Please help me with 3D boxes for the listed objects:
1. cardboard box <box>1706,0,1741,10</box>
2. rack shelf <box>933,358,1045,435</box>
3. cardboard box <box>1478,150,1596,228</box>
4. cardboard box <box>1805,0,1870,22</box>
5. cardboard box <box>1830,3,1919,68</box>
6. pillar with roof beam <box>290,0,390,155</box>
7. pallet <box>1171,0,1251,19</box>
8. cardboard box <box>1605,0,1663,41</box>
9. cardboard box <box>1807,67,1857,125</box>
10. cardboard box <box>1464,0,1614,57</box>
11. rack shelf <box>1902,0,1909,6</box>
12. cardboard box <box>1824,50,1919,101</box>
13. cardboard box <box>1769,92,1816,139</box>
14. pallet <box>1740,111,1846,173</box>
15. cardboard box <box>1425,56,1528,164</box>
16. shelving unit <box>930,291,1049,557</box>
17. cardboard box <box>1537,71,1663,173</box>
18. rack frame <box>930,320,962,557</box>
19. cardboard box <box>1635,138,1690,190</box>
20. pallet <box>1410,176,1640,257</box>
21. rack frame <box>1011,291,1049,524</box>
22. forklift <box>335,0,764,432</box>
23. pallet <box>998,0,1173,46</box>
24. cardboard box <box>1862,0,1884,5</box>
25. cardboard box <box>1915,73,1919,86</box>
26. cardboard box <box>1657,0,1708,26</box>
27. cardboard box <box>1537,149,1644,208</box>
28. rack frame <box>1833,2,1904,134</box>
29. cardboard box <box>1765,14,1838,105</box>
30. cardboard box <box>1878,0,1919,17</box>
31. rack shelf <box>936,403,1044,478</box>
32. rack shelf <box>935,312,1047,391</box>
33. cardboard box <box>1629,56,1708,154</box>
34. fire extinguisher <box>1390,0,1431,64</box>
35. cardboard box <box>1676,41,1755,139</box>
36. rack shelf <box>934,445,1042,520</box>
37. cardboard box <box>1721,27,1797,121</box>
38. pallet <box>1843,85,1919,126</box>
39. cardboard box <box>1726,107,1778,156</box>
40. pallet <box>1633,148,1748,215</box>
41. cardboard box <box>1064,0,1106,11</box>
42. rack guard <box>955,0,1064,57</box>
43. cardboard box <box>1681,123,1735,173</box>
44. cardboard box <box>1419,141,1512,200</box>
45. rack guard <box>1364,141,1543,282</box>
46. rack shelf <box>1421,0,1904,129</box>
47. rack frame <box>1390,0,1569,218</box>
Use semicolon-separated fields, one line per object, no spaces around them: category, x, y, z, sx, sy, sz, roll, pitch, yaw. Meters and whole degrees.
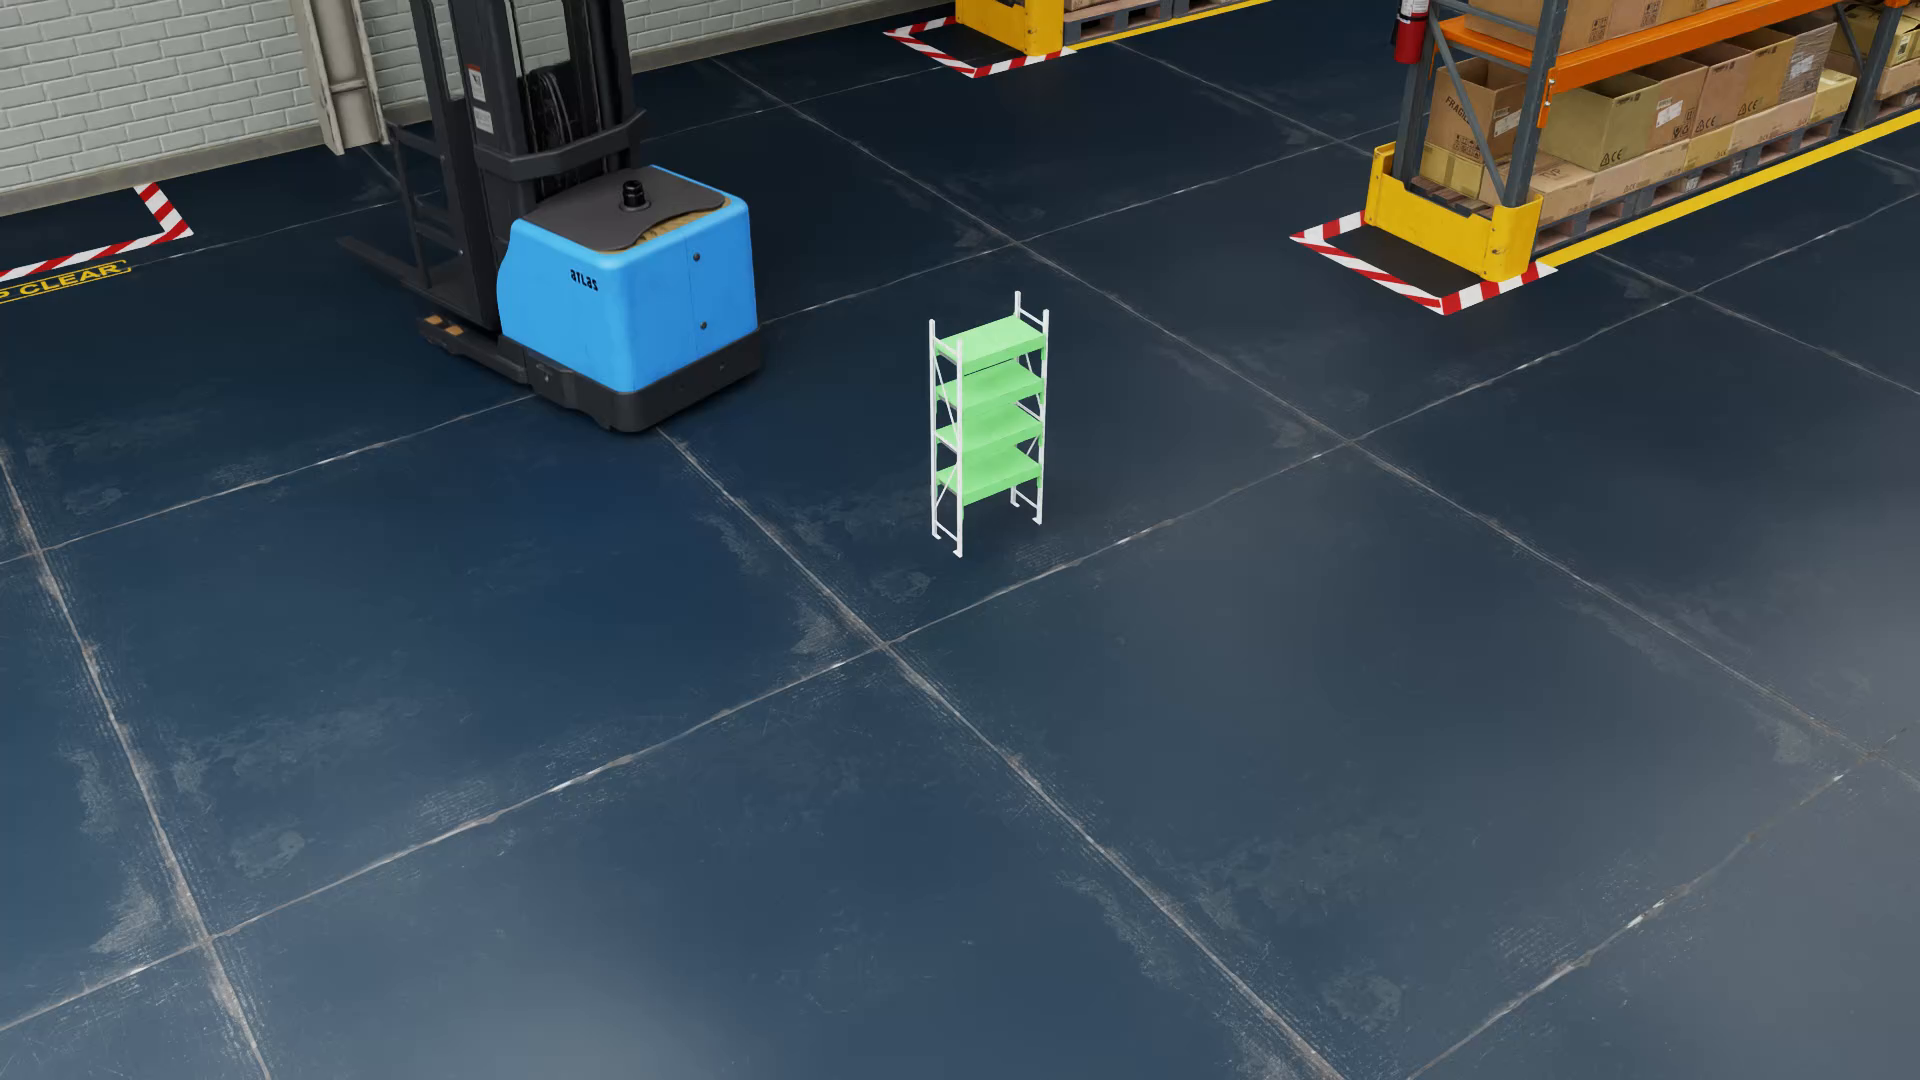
cardboard box;4.858;-3.890;11.004;0.500;0.500;0.700;-21;41;-27
rack shelf;0.135;-0.686;7.874;0.480;0.148;0.258;-22;41;-28
cardboard box;3.772;-2.305;10.881;0.500;0.250;0.500;-22;41;-28
cardboard box;6.641;-4.077;12.865;0.500;0.311;0.500;-22;41;-28
cardboard box;6.956;-3.824;12.513;0.500;0.311;0.500;-22;41;-28
pillar with roof beam;-2.002;-4.551;6.870;0.400;9.000;9.100;-22;41;-28
pallet;2.092;-5.097;15.157;1.213;0.211;1.003;-22;41;-28
cardboard box;4.021;-3.547;10.527;0.500;0.500;0.700;-21;41;-27
cardboard box;6.222;-3.316;12.287;0.500;0.250;0.500;-22;41;-28
cardboard box;3.594;-3.368;10.279;0.500;0.500;0.700;-22;41;-28
rack shelf;8.110;-4.903;13.114;4.000;0.370;1.077;-22;41;-28
cardboard box;6.948;-3.594;12.673;0.500;0.250;0.500;-23;42;-29
cardboard box;5.808;-3.153;12.060;0.500;0.250;0.500;-22;41;-28
pallet;5.801;-3.143;12.439;1.213;0.211;1.003;-22;41;-28
cardboard box;3.472;-2.858;11.007;0.500;0.500;0.500;-22;41;-28
shelving unit;0.135;-0.543;7.977;0.503;1.200;0.258;-22;41;-28
cardboard box;4.180;-2.779;10.897;0.500;0.500;0.500;-22;41;-28
rack frame;-0.064;-0.461;7.863;0.015;1.200;0.240;-22;41;-28
cardboard box;4.588;-2.643;11.351;0.500;0.250;0.500;-22;41;-28
pallet;3.806;-2.322;11.297;1.213;0.211;1.003;-22;41;-28
rack frame;0.335;-0.625;8.091;0.015;1.200;0.240;-22;41;-28
forklift;-2.579;-2.489;9.200;3.031;2.935;1.130;26;43;32
pallet;1.095;-4.690;14.590;1.213;0.211;1.003;-22;41;-28
cardboard box;7.063;-4.255;13.112;0.500;0.311;0.500;-21;41;-27
cardboard box;7.366;-3.765;12.911;0.500;0.250;0.500;-21;41;-27
cardboard box;4.430;-3.711;10.756;0.500;0.500;0.700;-22;41;-28
cardboard box;4.179;-2.475;11.118;0.500;0.250;0.500;-22;41;-28
rack frame;6.475;-4.522;11.969;0.127;3.000;1.000;-22;41;-28
cardboard box;5.807;-3.458;11.842;0.500;0.500;0.500;-22;41;-28
cardboard box;7.369;-3.990;12.744;0.500;0.311;0.500;-23;42;-28
rack shelf;0.135;-0.491;8.014;0.480;0.148;0.258;-22;41;-28
rack shelf;0.135;-0.881;7.734;0.480;0.148;0.258;-22;41;-28
cardboard box;4.581;-2.953;11.140;0.500;0.500;0.500;-22;41;-28
fire extinguisher;2.841;-3.327;10.373;0.183;0.674;0.296;-22;41;-28
cardboard box;5.000;-3.113;11.362;0.500;0.500;0.500;-22;41;-28
rack shelf;0.135;-0.296;8.155;0.480;0.148;0.258;-22;41;-28
cardboard box;5.400;-3.288;11.605;0.500;0.500;0.500;-22;41;-28
pallet;7.055;-3.657;13.153;1.213;0.211;1.003;-22;41;-28
cardboard box;5.407;-2.977;11.816;0.500;0.250;0.500;-22;41;-28
pallet;4.803;-2.730;11.865;1.213;0.211;1.003;-22;41;-28
cardboard box;0.966;-4.816;14.304;0.500;0.311;0.500;-28;44;-33
rack guard;0.411;-4.550;14.149;0.348;0.500;1.175;-22;41;-28
cardboard box;4.999;-2.809;11.582;0.500;0.250;0.500;-22;41;-28
cardboard box;3.474;-2.552;11.225;0.500;0.250;0.500;-22;41;-28
rack guard;3.186;-2.154;10.816;0.348;0.500;1.175;-22;41;-28
rack shelf;4.840;-3.557;11.243;4.000;0.370;1.077;-22;41;-28
rack frame;3.206;-3.177;10.098;0.127;3.000;1.000;-22;41;-28
